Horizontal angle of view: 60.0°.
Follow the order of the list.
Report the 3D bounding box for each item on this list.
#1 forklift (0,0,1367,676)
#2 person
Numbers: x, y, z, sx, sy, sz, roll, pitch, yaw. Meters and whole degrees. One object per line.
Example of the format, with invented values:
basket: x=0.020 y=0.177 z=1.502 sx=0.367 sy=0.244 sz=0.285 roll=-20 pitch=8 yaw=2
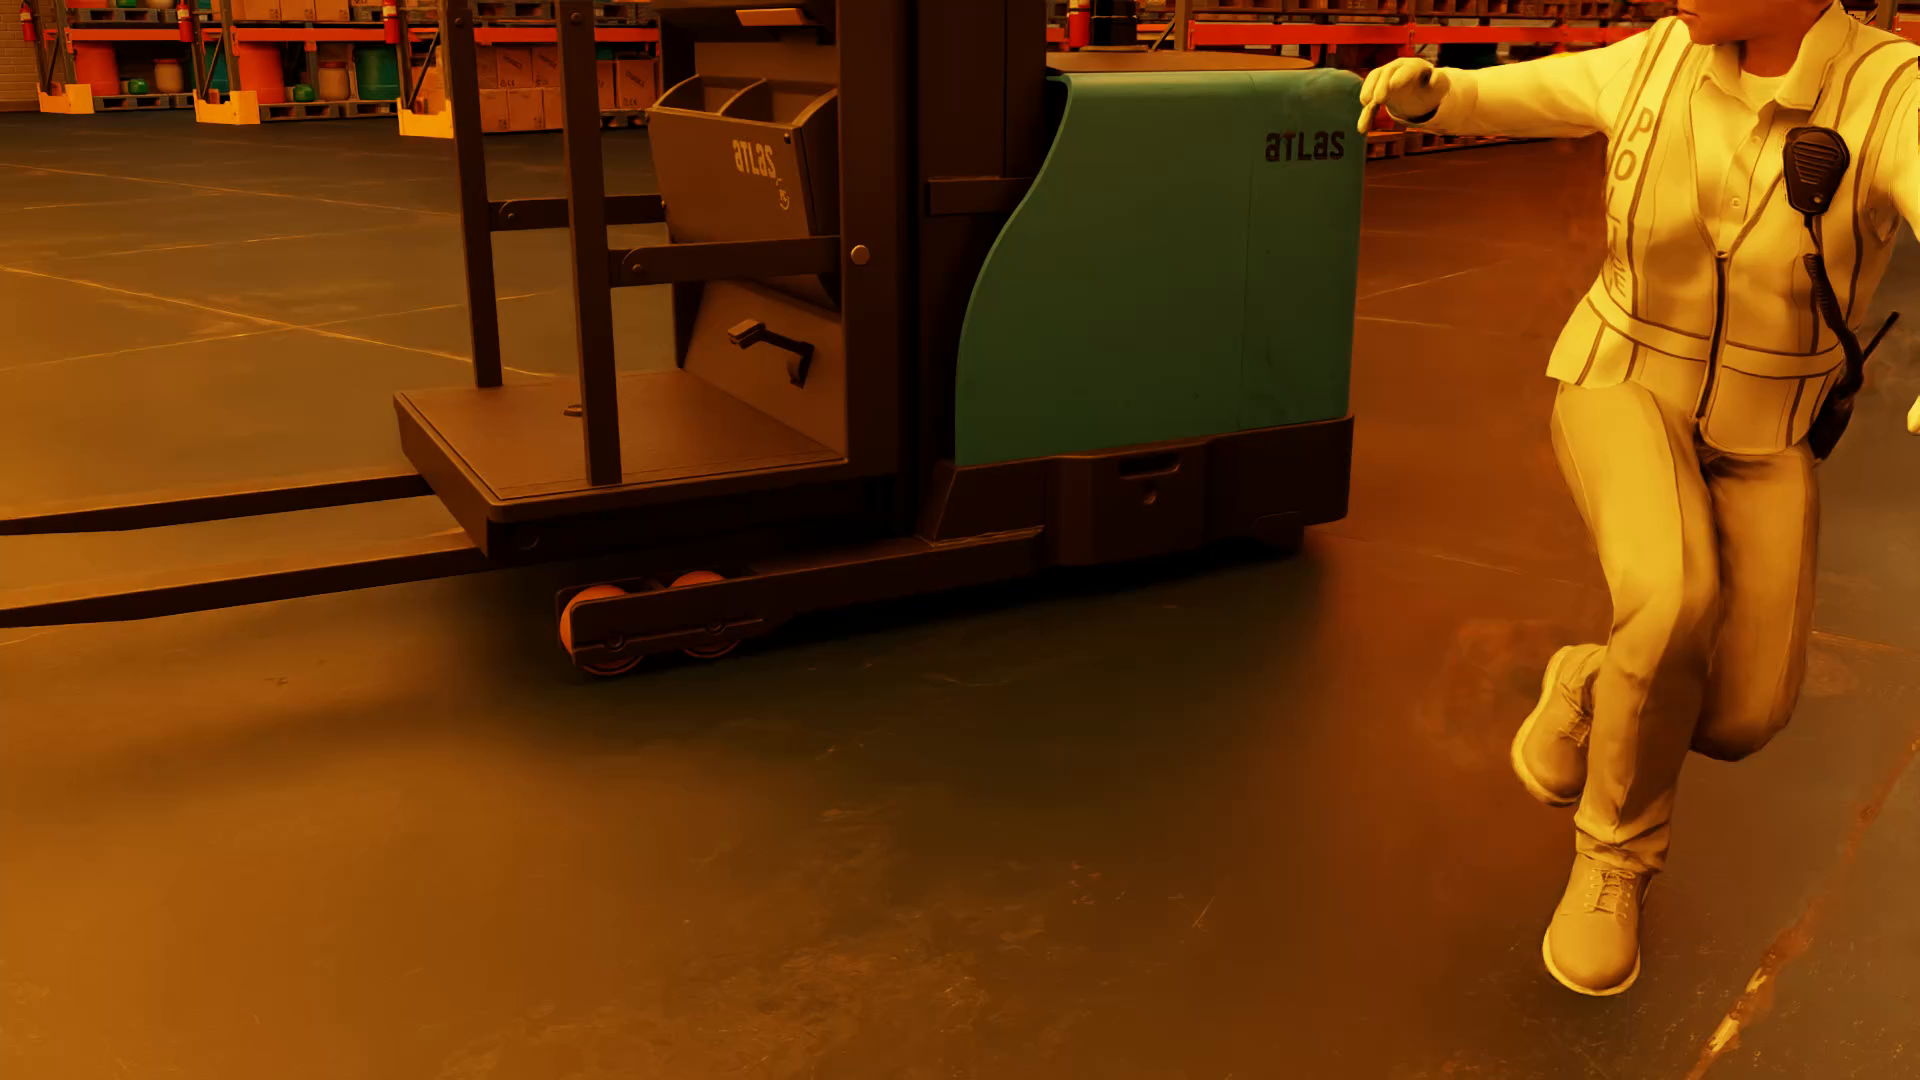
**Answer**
forklift: x=-0.640 y=-1.324 z=3.257 sx=3.031 sy=2.935 sz=1.130 roll=-8 pitch=19 yaw=-26
person: x=0.830 y=-0.134 z=2.007 sx=0.730 sy=1.409 sz=1.011 roll=4 pitch=17 yaw=14
